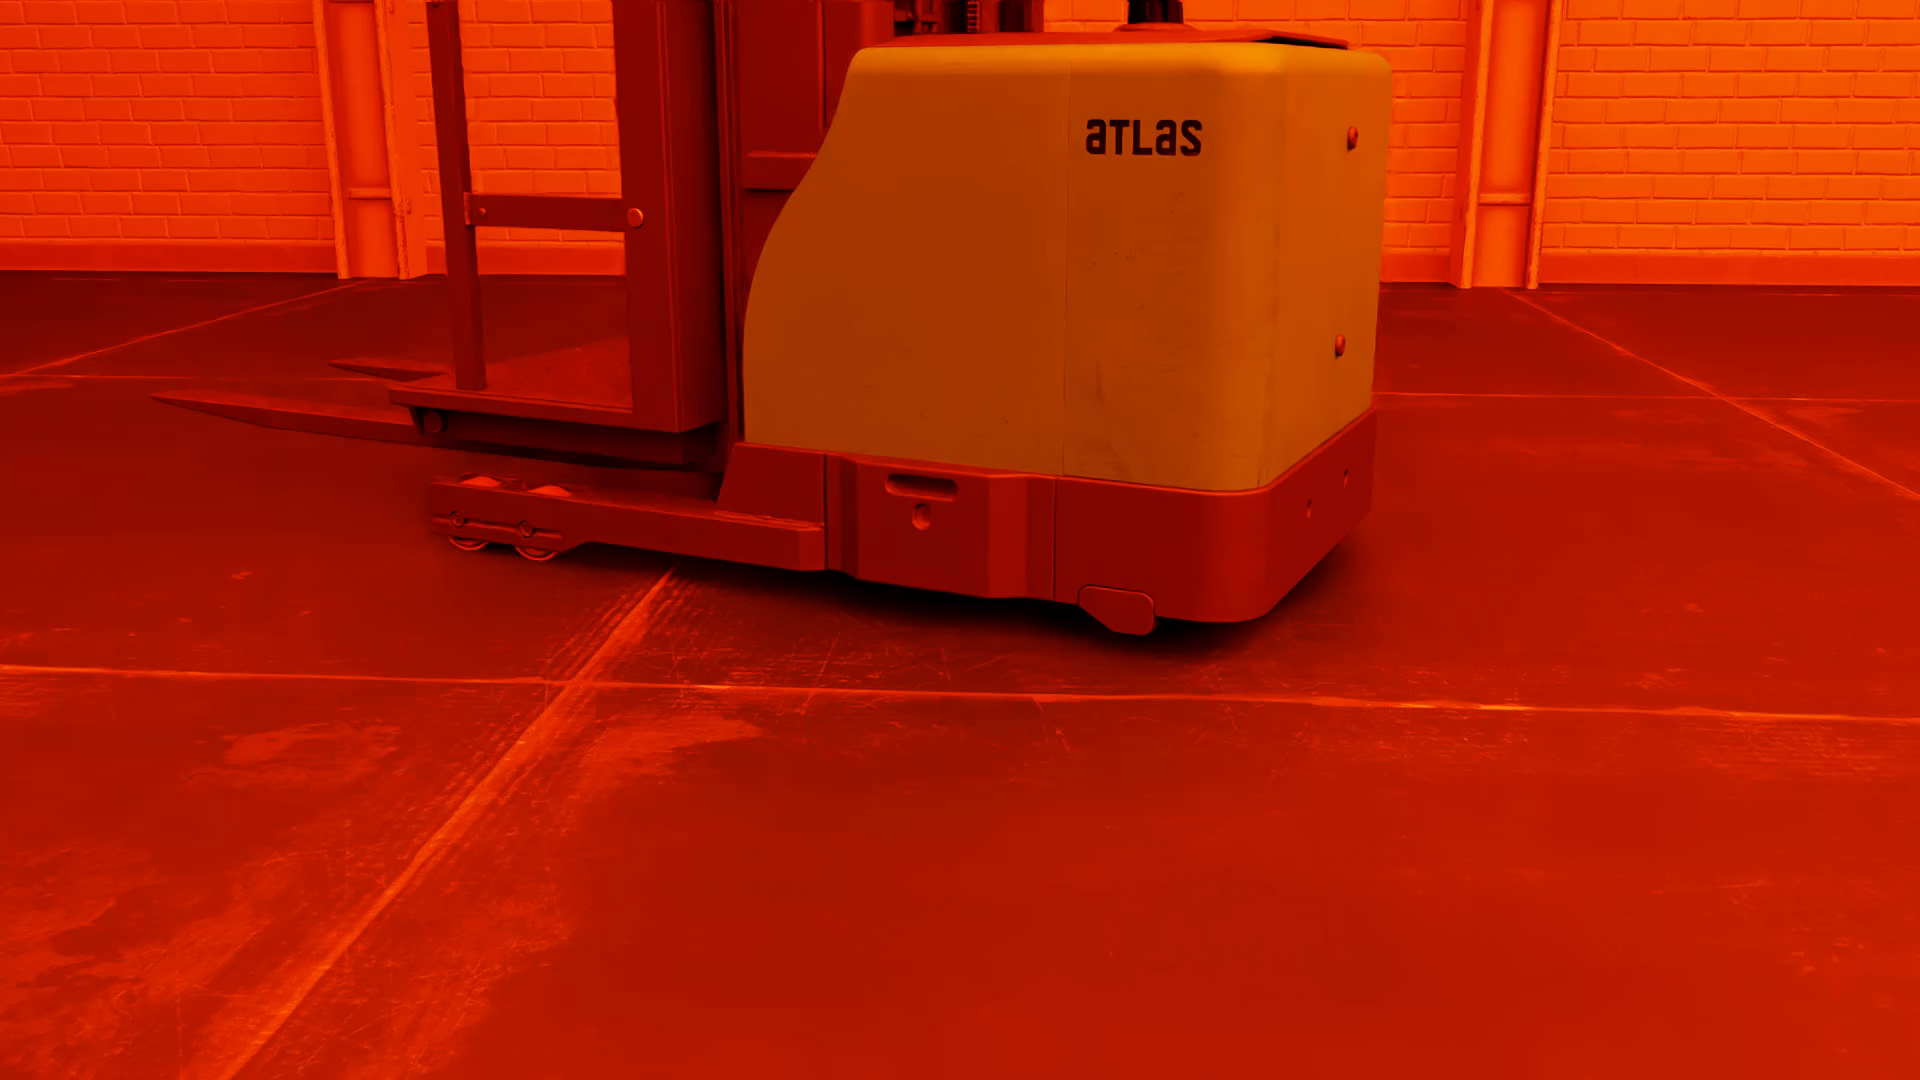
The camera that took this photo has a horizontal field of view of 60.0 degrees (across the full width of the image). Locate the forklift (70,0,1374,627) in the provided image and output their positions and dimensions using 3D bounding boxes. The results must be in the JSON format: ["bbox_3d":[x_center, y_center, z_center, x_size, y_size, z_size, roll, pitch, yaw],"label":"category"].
[{"bbox_3d":[-0.649,-1.462,3.606,3.031,2.935,1.130,5,16,18],"label":"forklift"}]
